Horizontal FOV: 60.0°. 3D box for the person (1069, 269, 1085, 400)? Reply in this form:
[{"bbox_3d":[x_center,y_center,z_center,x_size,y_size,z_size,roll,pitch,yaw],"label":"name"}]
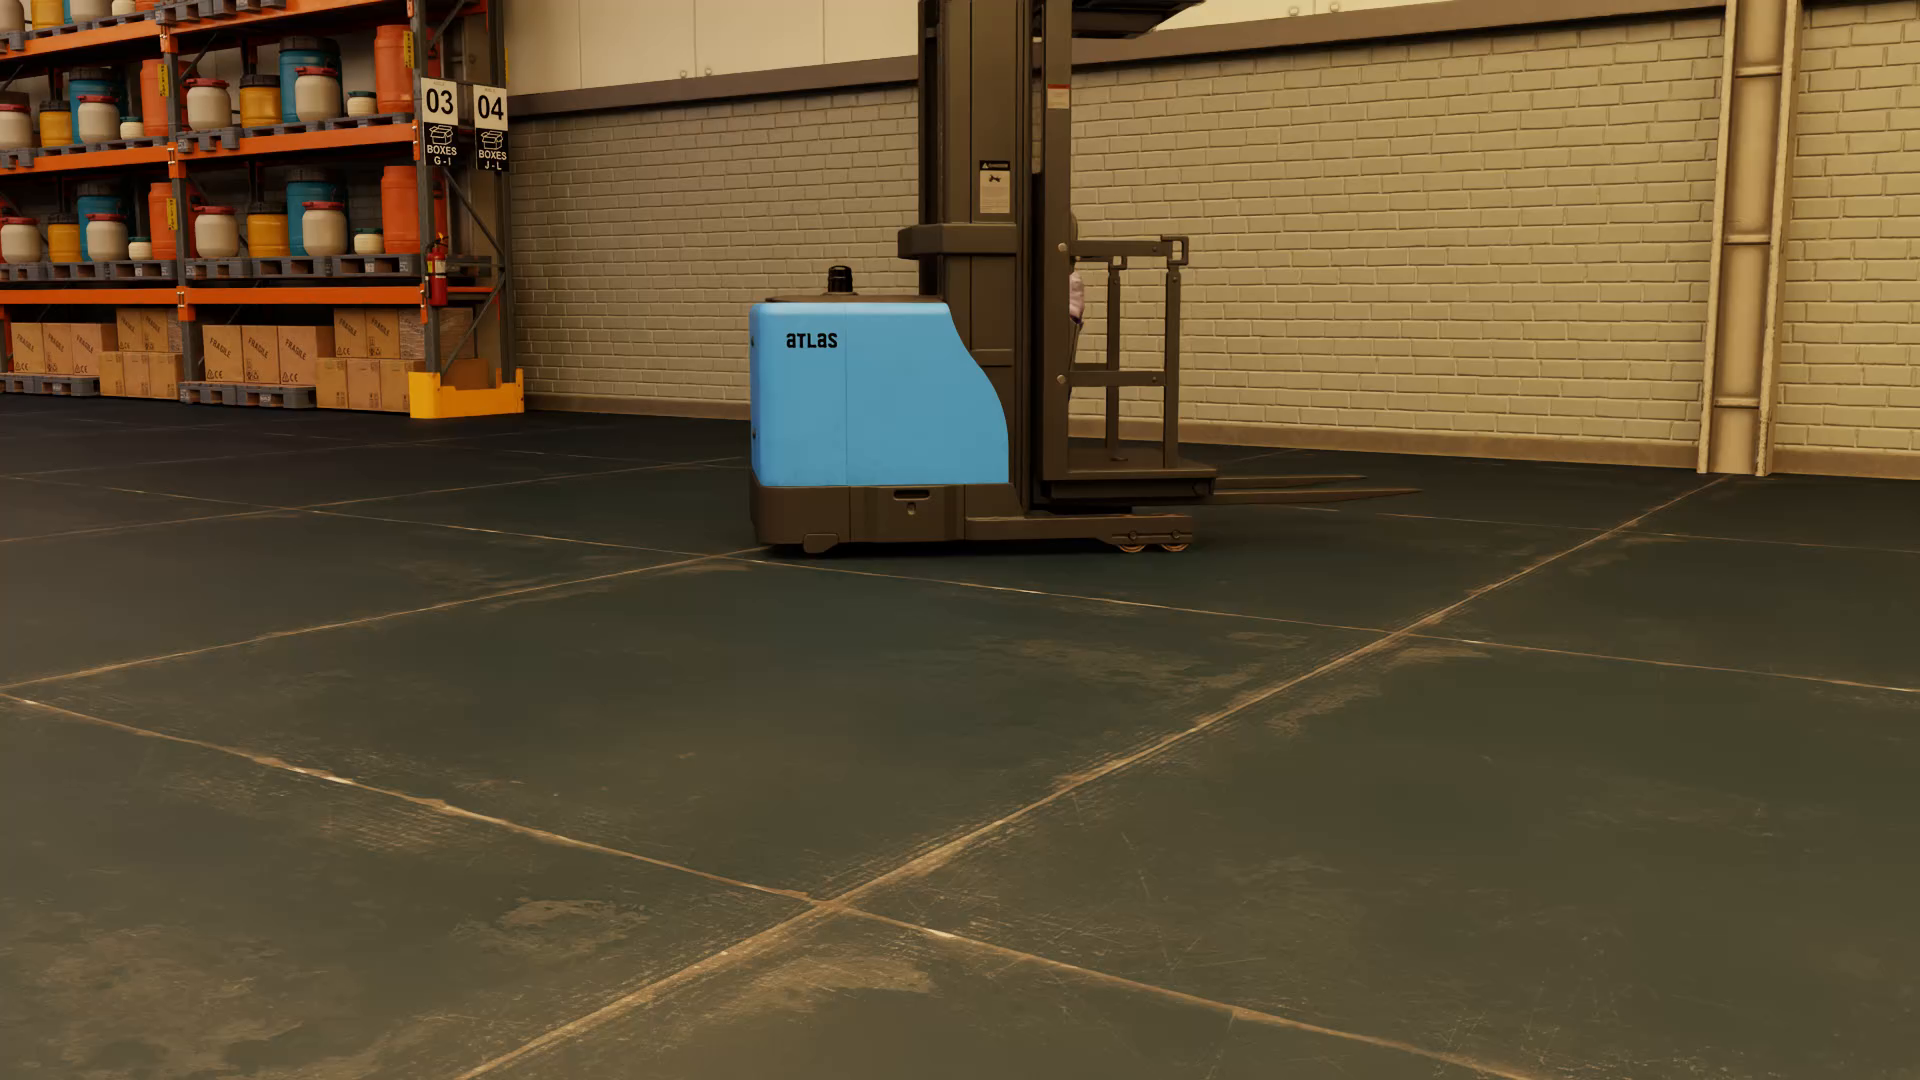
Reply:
[{"bbox_3d":[0.610,-1.239,10.491,0.362,1.652,0.484,0,8,2],"label":"person"}]

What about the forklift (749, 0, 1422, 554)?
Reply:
[{"bbox_3d":[0.570,-1.467,7.512,3.031,2.935,1.130,-1,8,-9],"label":"forklift"}]
